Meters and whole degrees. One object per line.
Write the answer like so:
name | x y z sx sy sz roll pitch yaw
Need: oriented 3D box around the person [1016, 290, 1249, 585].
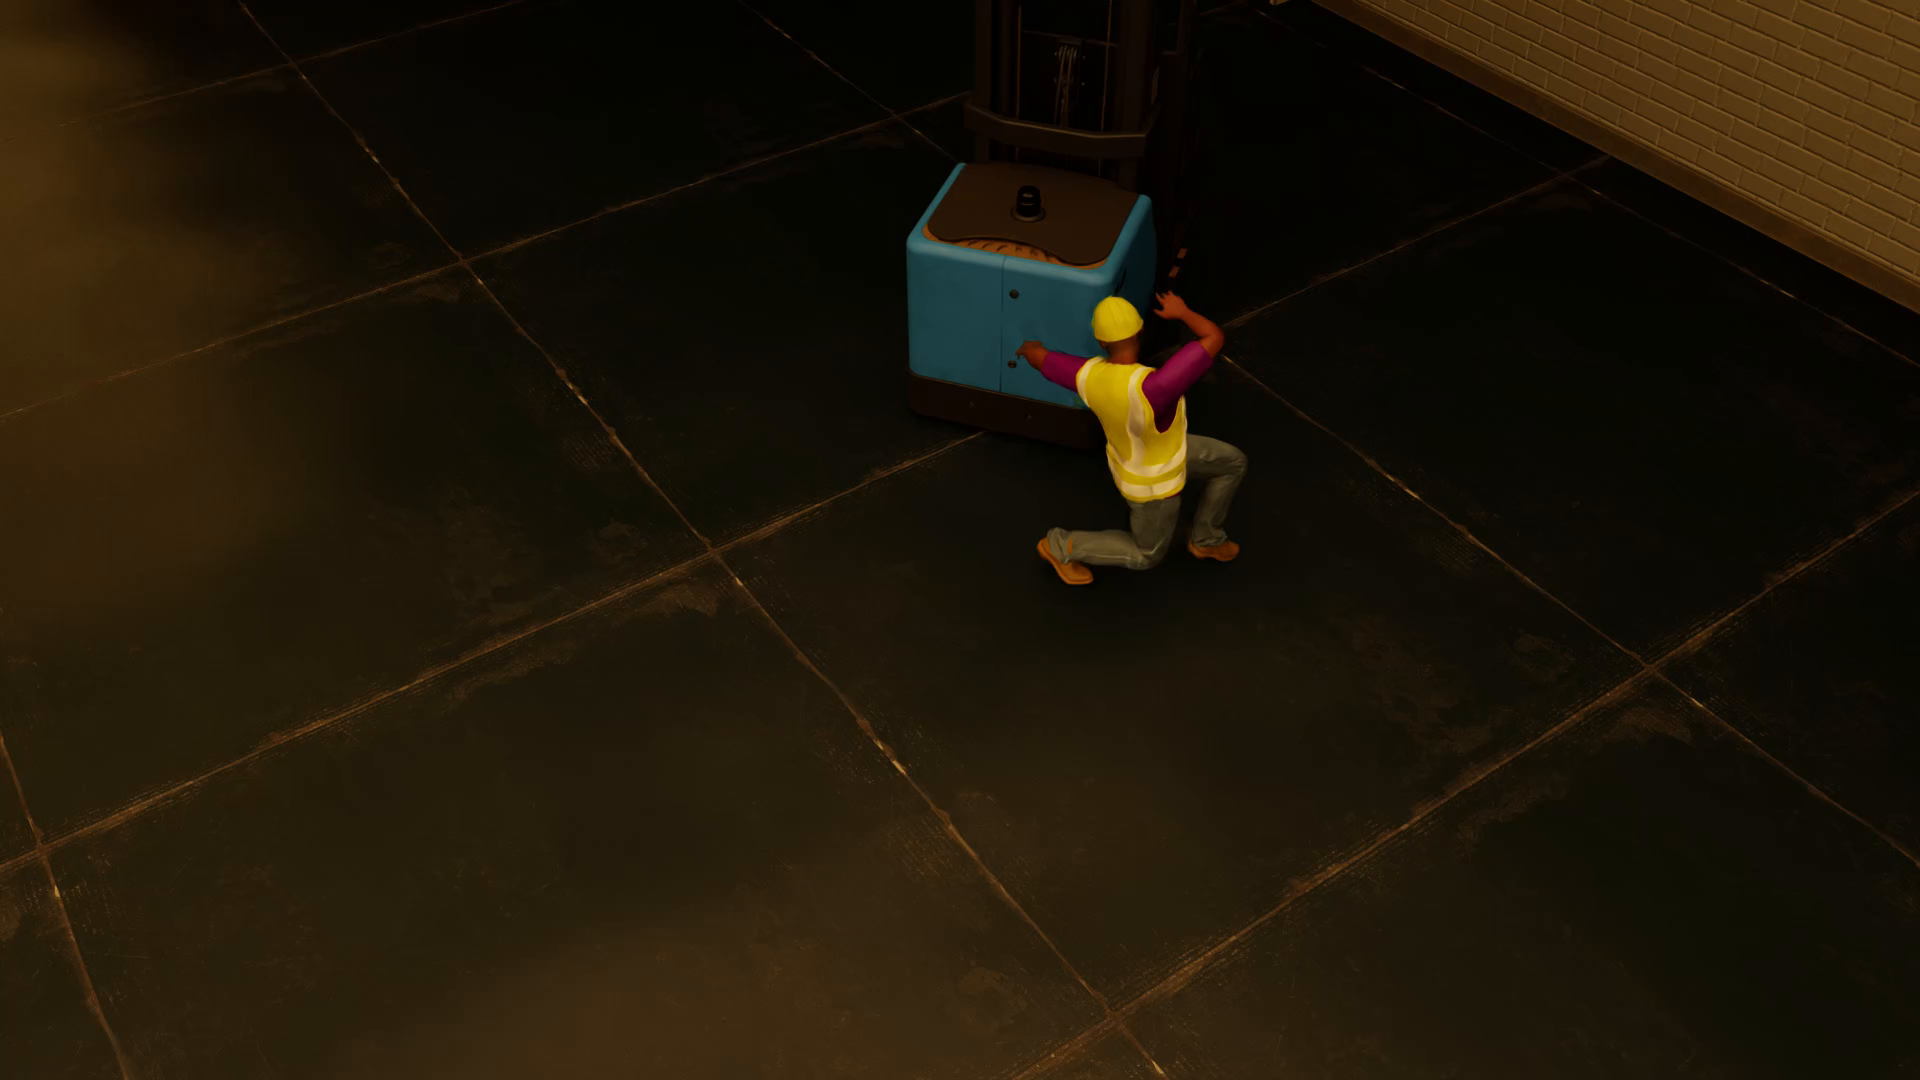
person | 0.789 -0.570 7.415 0.965 1.471 1.002 -9 43 -9

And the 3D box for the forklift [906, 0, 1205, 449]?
forklift | 0.690 -2.541 8.472 1.130 2.935 3.031 13 44 14
